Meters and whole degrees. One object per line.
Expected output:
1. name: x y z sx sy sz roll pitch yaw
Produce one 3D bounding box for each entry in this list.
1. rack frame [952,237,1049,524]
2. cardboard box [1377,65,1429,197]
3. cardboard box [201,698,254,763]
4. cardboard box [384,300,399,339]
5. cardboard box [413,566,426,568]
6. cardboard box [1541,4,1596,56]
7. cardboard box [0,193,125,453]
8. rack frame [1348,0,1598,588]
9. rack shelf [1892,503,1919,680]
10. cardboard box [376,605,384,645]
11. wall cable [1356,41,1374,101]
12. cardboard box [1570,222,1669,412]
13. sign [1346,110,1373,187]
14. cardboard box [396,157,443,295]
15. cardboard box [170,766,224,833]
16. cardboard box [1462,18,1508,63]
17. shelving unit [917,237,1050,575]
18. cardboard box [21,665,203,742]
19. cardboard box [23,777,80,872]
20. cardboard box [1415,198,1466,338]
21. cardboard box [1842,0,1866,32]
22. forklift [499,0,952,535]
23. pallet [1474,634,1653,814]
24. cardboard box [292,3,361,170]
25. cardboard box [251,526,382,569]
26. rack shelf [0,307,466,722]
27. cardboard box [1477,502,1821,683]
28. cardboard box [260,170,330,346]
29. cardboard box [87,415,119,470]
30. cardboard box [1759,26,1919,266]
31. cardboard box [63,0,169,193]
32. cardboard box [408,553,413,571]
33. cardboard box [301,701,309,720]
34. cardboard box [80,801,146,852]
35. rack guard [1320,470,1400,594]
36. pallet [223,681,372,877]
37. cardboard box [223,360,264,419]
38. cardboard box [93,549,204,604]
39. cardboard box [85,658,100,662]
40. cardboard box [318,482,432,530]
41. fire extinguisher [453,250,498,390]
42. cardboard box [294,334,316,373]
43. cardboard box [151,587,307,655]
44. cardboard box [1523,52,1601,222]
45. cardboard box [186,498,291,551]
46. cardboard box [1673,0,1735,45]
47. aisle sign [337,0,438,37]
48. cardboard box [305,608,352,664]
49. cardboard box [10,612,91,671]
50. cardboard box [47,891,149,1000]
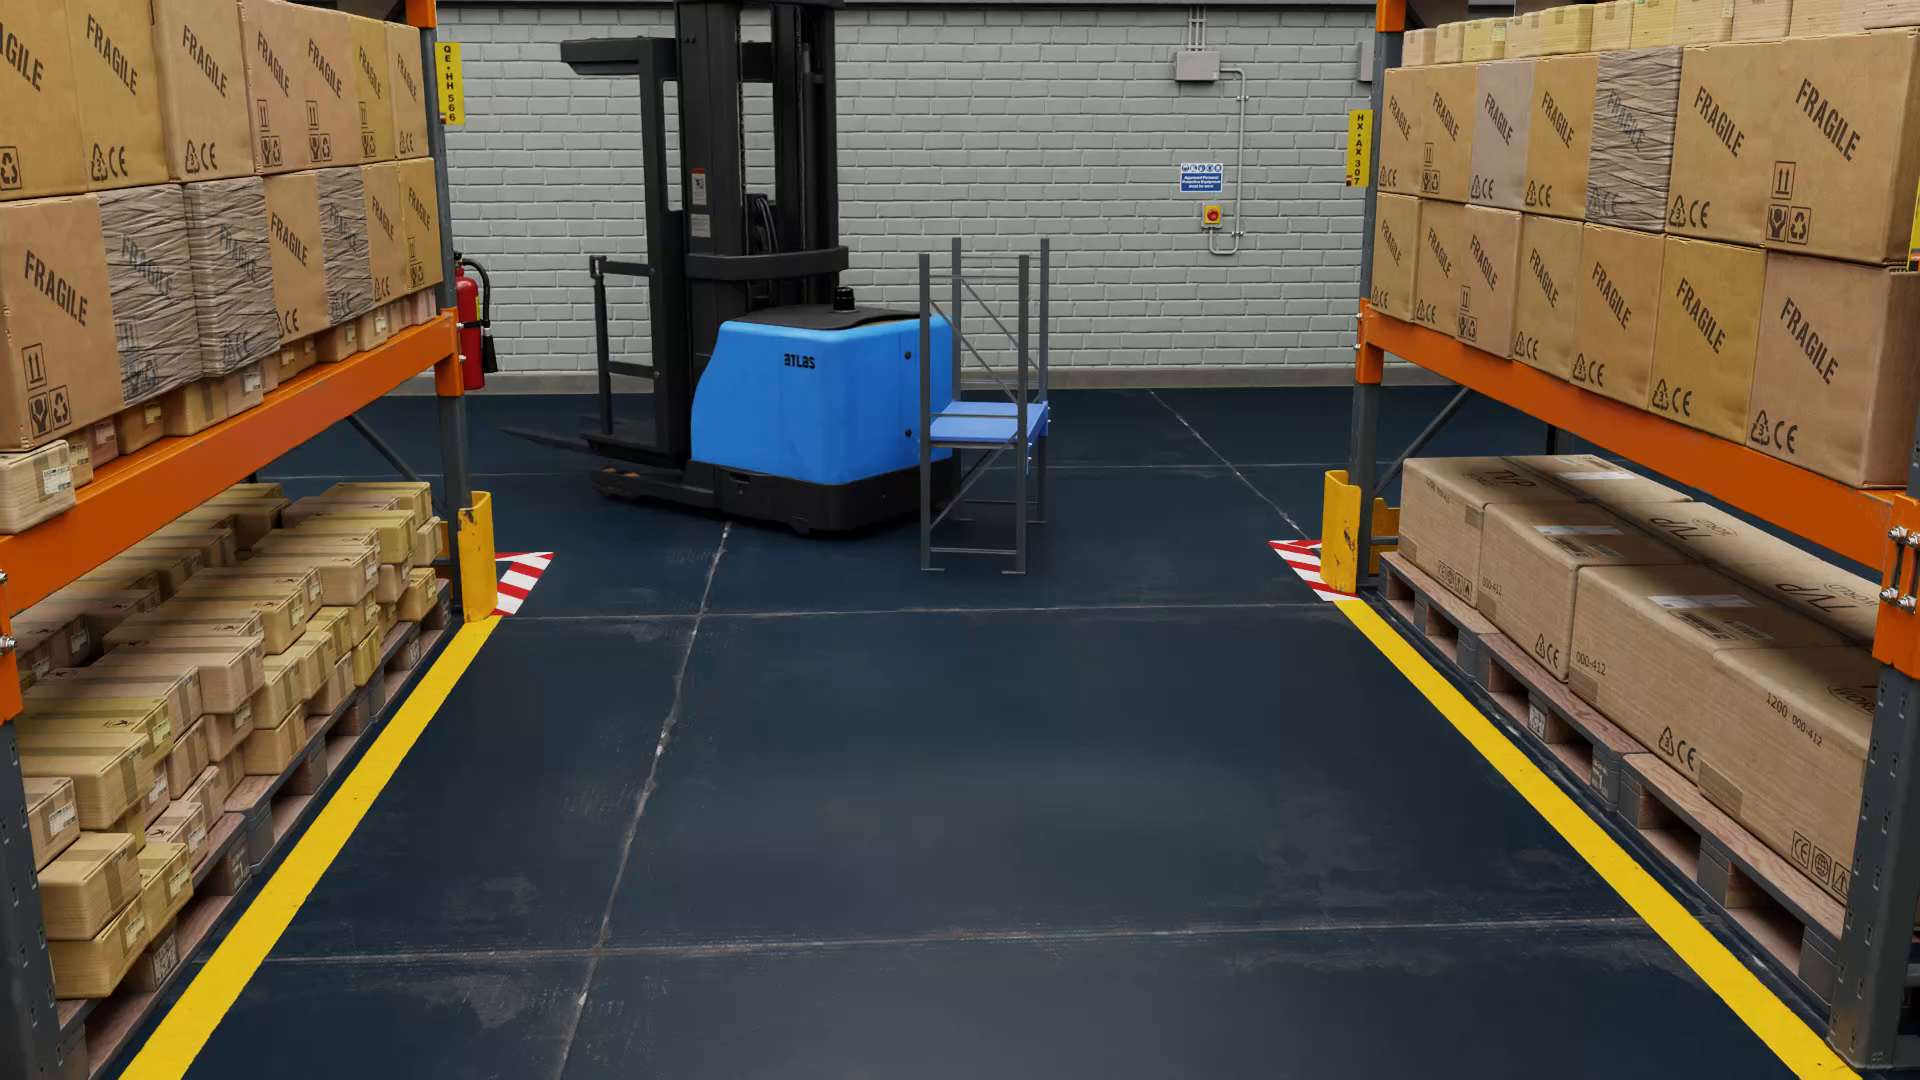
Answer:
1. rack frame: 0.208 -0.824 8.720 0.500 1.500 0.032 2 15 8
2. cardboard box: 2.036 -1.662 6.759 0.500 0.500 0.500 -1 14 -5
3. cardboard box: -2.263 0.524 4.753 0.380 0.149 0.250 0 14 -1
4. cardboard box: -2.333 -0.829 6.232 0.380 0.149 0.250 -1 14 -4
5. cardboard box: -2.403 0.153 6.789 0.380 0.149 0.250 -1 14 -2
6. cardboard box: 2.090 -1.621 5.298 0.380 0.149 0.250 -1 14 -5
7. cardboard box: -2.175 -0.476 3.561 0.500 0.500 0.500 -1 14 -4
8. rack frame: 2.290 -1.253 7.377 1.000 3.000 0.127 -1 14 -3
9. rack shelf: 2.662 0.587 1.667 1.077 0.370 4.000 -1 14 -3
10. cardboard box: -2.328 0.344 6.048 0.380 0.149 0.250 -1 14 -3
11. wall cable: 3.332 -3.172 12.796 0.588 1.984 0.122 -1 14 -3
12. cardboard box: 2.171 -0.671 4.914 0.500 0.500 0.500 -1 14 -4
13. sign: 1.736 -1.704 7.232 0.100 0.325 0.005 -1 14 -3
14. cardboard box: -2.359 -1.236 6.514 0.500 0.500 0.500 -1 14 -2
15. cardboard box: -2.248 0.735 4.527 0.380 0.149 0.250 -1 14 -5
16. cardboard box: 2.059 -1.812 6.039 0.380 0.149 0.250 -1 14 -5
17. shelving unit: 0.136 -0.699 8.232 0.538 1.500 1.048 2 15 8
18. cardboard box: -2.273 0.447 4.452 0.380 0.149 0.250 -1 14 -5
19. cardboard box: -2.211 0.643 3.691 0.380 0.149 0.250 0 14 -1
20. cardboard box: 2.092 -1.052 6.396 0.500 0.500 0.500 -1 14 -4
21. cardboard box: 2.293 -1.244 3.833 0.380 0.149 0.250 -1 14 -2
22. forklift: -1.477 -1.723 9.340 3.031 2.935 1.130 11 18 38
23. pallet: 2.490 0.598 5.780 1.003 0.211 1.213 -1 14 -3
24. cardboard box: -2.295 -1.463 5.389 0.500 0.500 0.500 0 14 -1
25. cardboard box: -2.305 0.056 5.972 0.380 0.149 0.250 -1 15 -6
26. rack shelf: -2.520 -0.306 5.139 1.077 0.370 4.000 -1 14 -3
27. cardboard box: 2.496 0.174 6.128 0.875 0.438 0.875 0 14 -2
28. cardboard box: -2.271 -0.858 5.044 0.500 0.500 0.500 0 14 -1
29. cardboard box: -2.246 -0.239 3.941 0.380 0.149 0.250 -2 15 -6
30. cardboard box: 2.233 -0.904 3.813 0.500 0.500 0.500 -1 14 -4
31. cardboard box: -2.228 -1.078 3.893 0.500 0.500 0.500 -1 14 -5
32. cardboard box: -2.364 0.074 6.500 0.380 0.149 0.250 -1 14 -5
33. cardboard box: -2.312 0.539 5.291 0.380 0.149 0.250 0 14 -2
34. cardboard box: -2.205 0.720 3.991 0.380 0.149 0.250 -1 14 -3
35. rack guard: 2.289 -0.049 7.712 1.175 0.500 0.348 -1 14 -3
36. pallet: -2.552 0.723 5.293 1.003 0.211 1.213 -1 14 -3
37. cardboard box: -2.217 -0.437 4.711 0.380 0.149 0.250 0 14 -1
38. cardboard box: -2.820 0.134 5.671 0.380 0.149 0.250 0 14 -1
39. cardboard box: -2.720 0.408 5.201 0.380 0.149 0.250 0 14 -1
40. cardboard box: -2.358 -0.135 6.715 0.380 0.149 0.250 -1 14 -3
41. fire extinguisher: -2.199 -1.003 7.310 0.296 0.674 0.183 -1 14 -3
42. cardboard box: -2.350 -0.632 5.465 0.380 0.149 0.250 -1 15 -6
43. cardboard box: -2.282 0.254 5.203 0.380 0.149 0.250 -1 14 -3
44. cardboard box: 2.146 -1.282 5.281 0.500 0.500 0.500 -1 14 -3
45. cardboard box: -2.814 -0.060 6.425 0.380 0.149 0.250 -1 14 -2
46. cardboard box: 2.203 -1.431 4.558 0.380 0.149 0.250 -1 14 -4
47. aisle sign: -2.349 -2.433 6.747 0.394 0.787 0.004 -1 14 -3
48. cardboard box: -2.250 0.330 5.505 0.380 0.149 0.250 0 14 -1
49. cardboard box: -2.832 0.325 4.930 0.380 0.149 0.250 -1 14 -5
50. cardboard box: -2.098 0.925 3.790 0.380 0.149 0.250 -2 15 -6
